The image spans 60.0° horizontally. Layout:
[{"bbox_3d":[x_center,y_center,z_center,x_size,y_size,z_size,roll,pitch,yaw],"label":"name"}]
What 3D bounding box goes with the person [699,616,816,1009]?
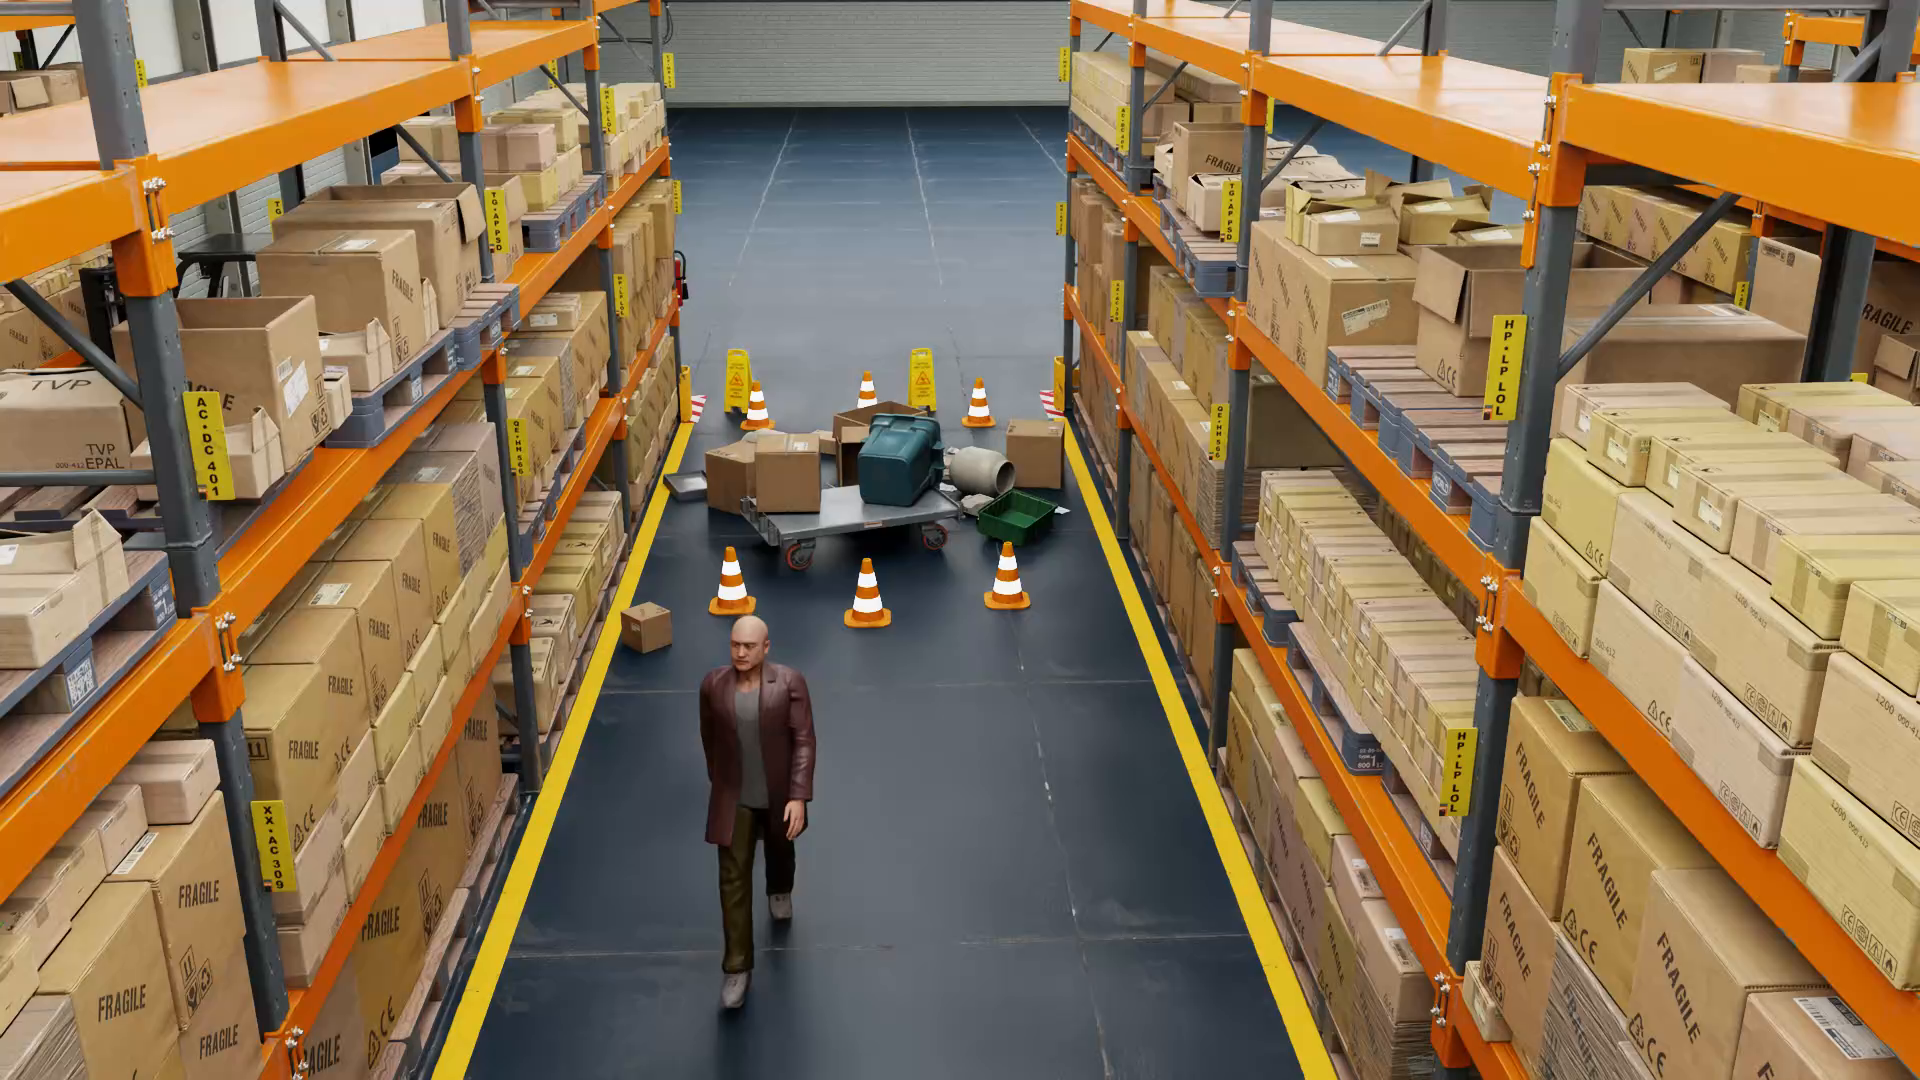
[{"bbox_3d":[-0.949,1.196,7.811,0.563,1.719,1.124,-1,20,-1],"label":"person"}]
